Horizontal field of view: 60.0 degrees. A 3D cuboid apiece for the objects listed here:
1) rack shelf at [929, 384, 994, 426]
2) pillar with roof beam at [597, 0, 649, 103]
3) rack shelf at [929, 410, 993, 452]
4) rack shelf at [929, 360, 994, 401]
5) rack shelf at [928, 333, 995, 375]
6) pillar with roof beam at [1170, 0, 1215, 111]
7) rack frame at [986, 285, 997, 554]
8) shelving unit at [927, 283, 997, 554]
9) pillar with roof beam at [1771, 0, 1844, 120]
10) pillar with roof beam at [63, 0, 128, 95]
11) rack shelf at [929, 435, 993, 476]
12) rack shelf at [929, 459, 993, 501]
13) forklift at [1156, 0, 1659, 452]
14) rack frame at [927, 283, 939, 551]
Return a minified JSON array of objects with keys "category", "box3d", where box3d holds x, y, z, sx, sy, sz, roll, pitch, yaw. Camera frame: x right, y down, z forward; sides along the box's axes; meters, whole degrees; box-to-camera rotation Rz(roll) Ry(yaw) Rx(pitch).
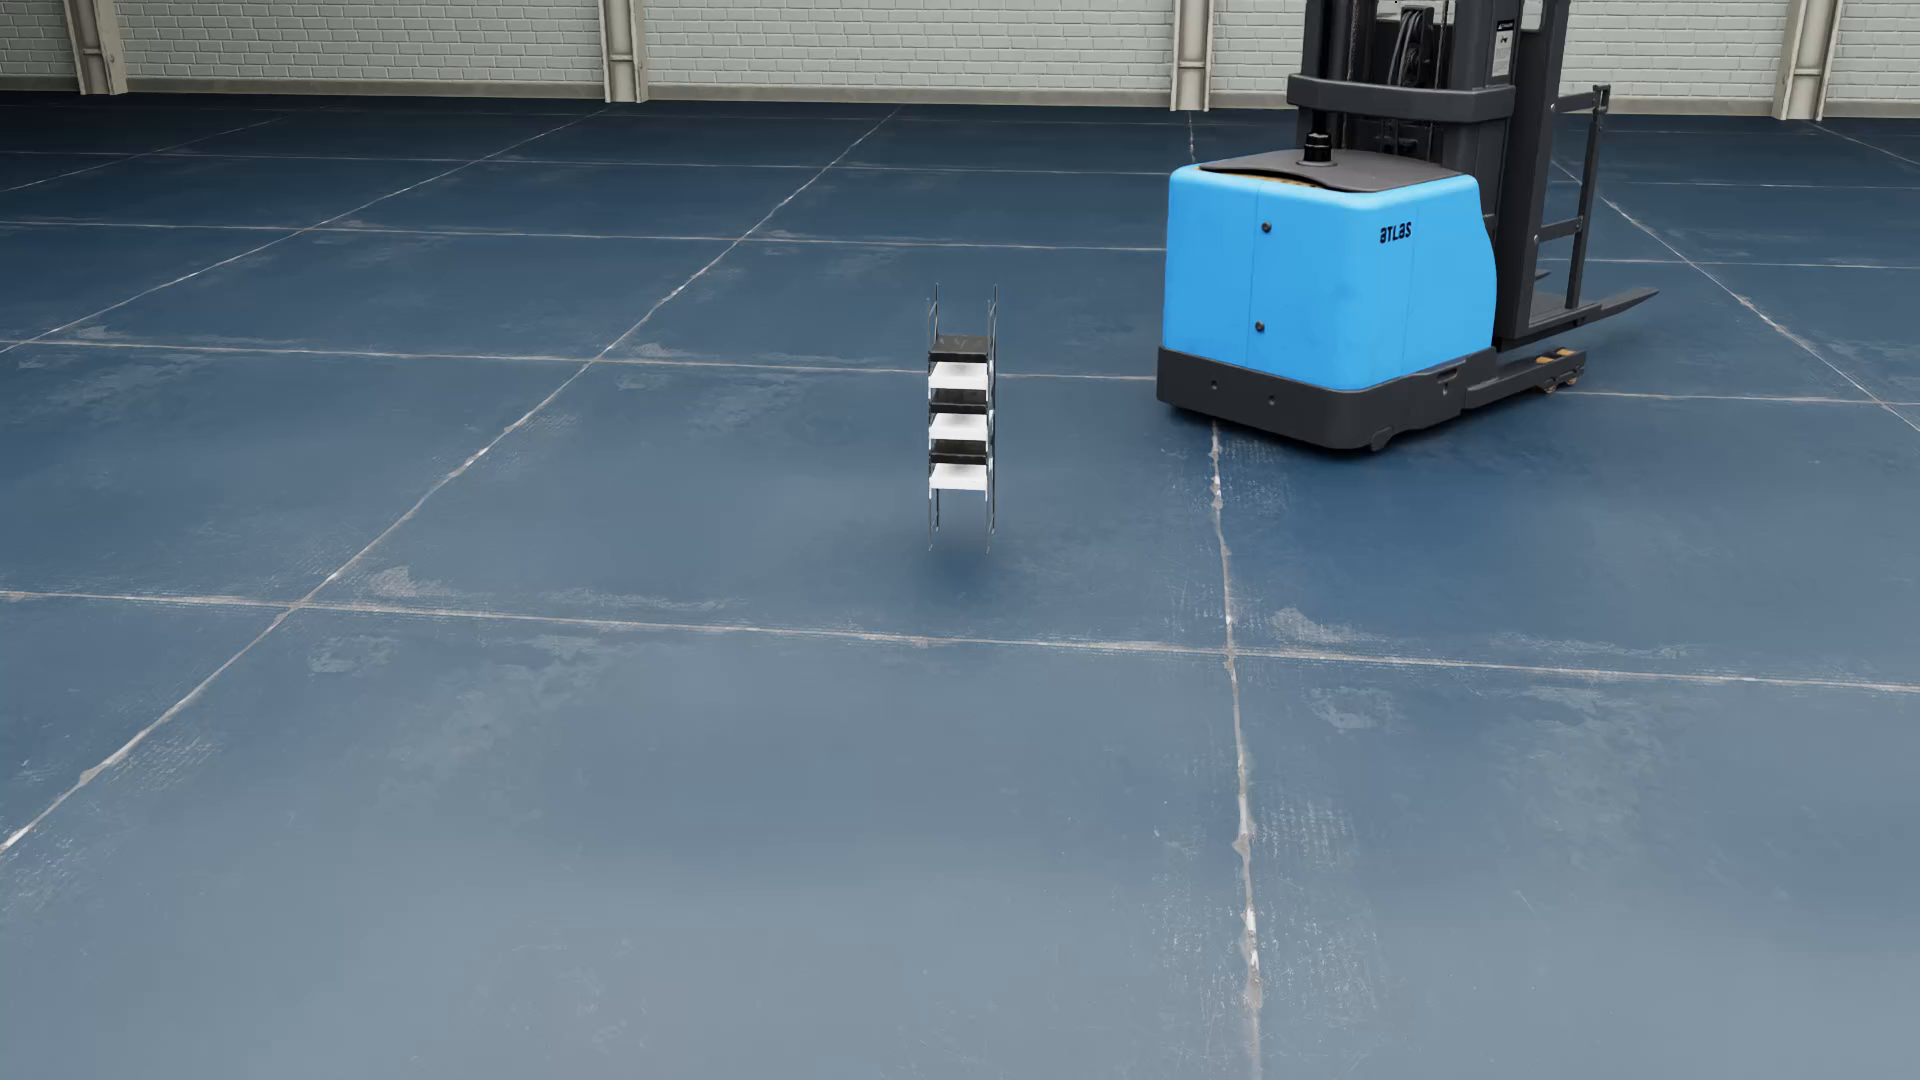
[{"category":"rack shelf","box3d":[0.008,-0.471,5.753,0.200,0.077,0.258,2,22,6]},{"category":"pillar with roof beam","box3d":[-4.087,-7.341,12.269,0.400,9.000,9.100,2,22,6]},{"category":"rack shelf","box3d":[0.008,-0.387,5.786,0.200,0.077,0.258,2,22,6]},{"category":"rack shelf","box3d":[0.008,-0.555,5.720,0.200,0.077,0.258,2,22,6]},{"category":"rack shelf","box3d":[0.008,-0.638,5.686,0.200,0.077,0.258,2,22,6]},{"category":"pillar with roof beam","box3d":[1.871,-7.082,11.613,0.400,9.000,9.100,2,22,6]},{"category":"rack frame","box3d":[0.109,-0.414,5.762,0.006,0.900,0.240,2,22,6]},{"category":"shelving unit","box3d":[0.008,-0.418,5.773,0.210,0.900,0.258,2,22,6]},{"category":"pillar with roof beam","box3d":[7.829,-6.822,10.956,0.400,9.000,9.100,2,22,6]},{"category":"pillar with roof beam","box3d":[-10.046,-7.601,12.926,0.400,9.000,9.100,2,22,6]},{"category":"rack shelf","box3d":[0.008,-0.303,5.819,0.200,0.077,0.258,2,22,6]},{"category":"rack shelf","box3d":[0.008,-0.220,5.852,0.200,0.077,0.258,2,22,6]},{"category":"forklift","box3d":[2.287,-2.162,7.423,3.031,2.935,1.130,-19,28,-39]},{"category":"rack frame","box3d":[-0.093,-0.423,5.785,0.006,0.900,0.240,2,22,6]}]
